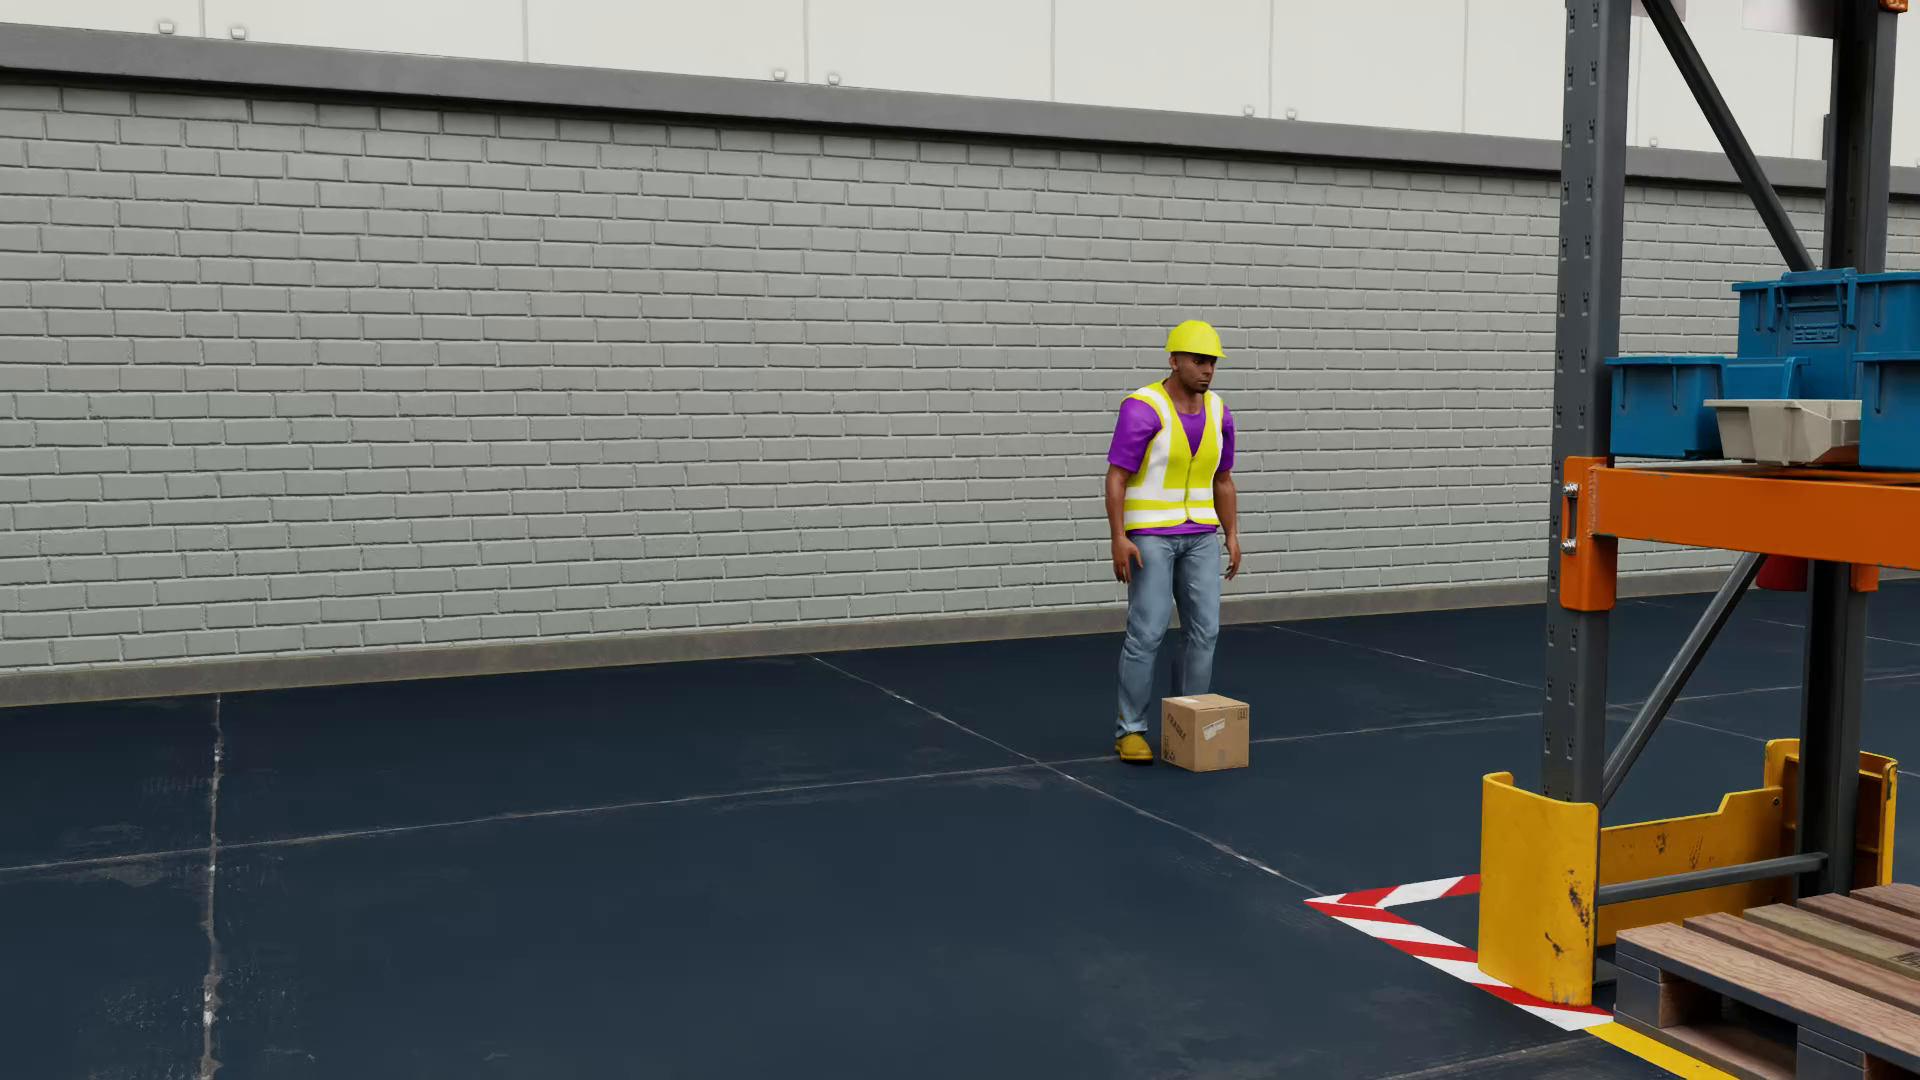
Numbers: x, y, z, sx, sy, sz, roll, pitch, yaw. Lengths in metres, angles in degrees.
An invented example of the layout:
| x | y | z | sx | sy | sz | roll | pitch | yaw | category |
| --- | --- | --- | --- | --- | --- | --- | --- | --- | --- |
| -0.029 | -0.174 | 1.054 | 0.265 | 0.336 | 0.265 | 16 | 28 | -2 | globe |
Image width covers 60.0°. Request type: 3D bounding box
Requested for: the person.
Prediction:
| x | y | z | sx | sy | sz | roll | pitch | yaw | category |
| --- | --- | --- | --- | --- | --- | --- | --- | --- | --- |
| 0.877 | -0.004 | 6.736 | 0.630 | 1.755 | 0.461 | -3 | 6 | -27 | person |
